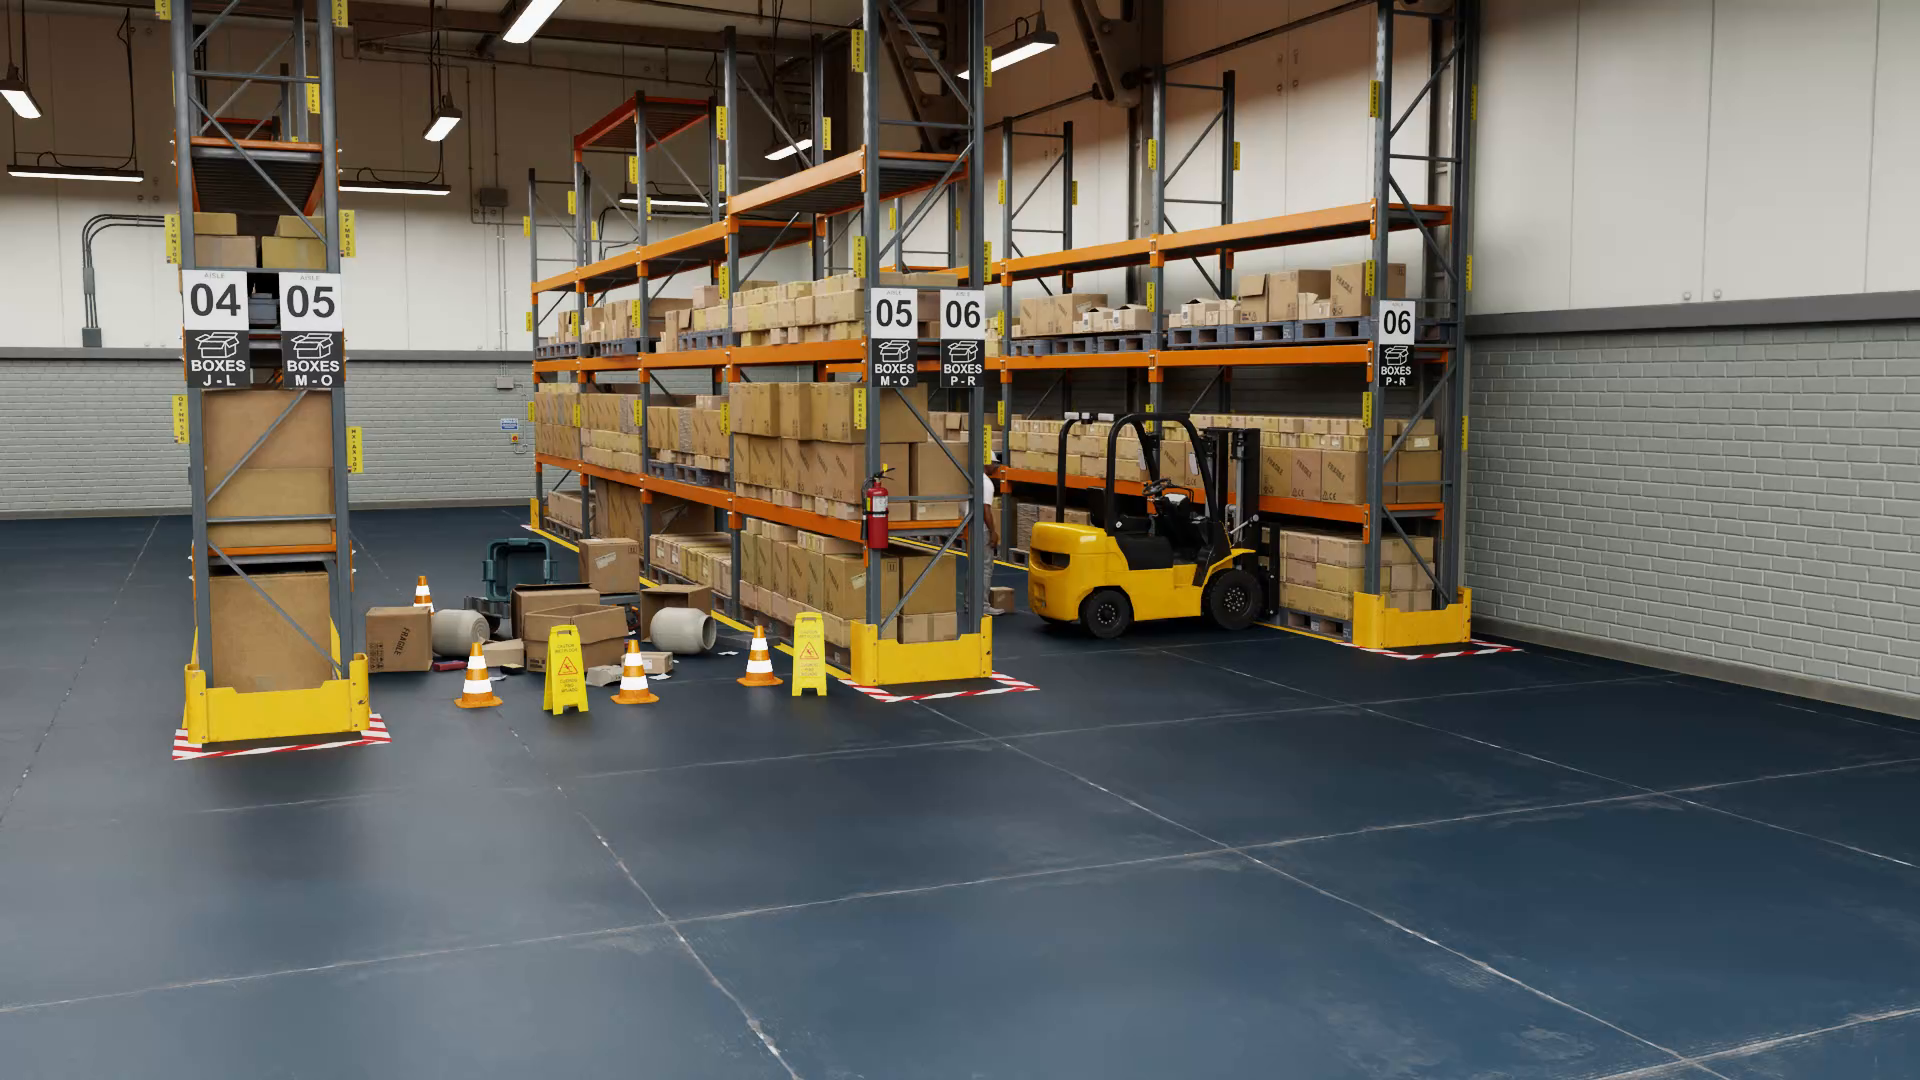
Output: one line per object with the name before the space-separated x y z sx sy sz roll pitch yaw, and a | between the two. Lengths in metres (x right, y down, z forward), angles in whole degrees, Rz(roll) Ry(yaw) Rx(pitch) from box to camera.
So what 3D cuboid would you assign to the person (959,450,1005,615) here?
person | 0.218 -0.095 17.676 0.456 1.761 0.627 -2 6 -23
